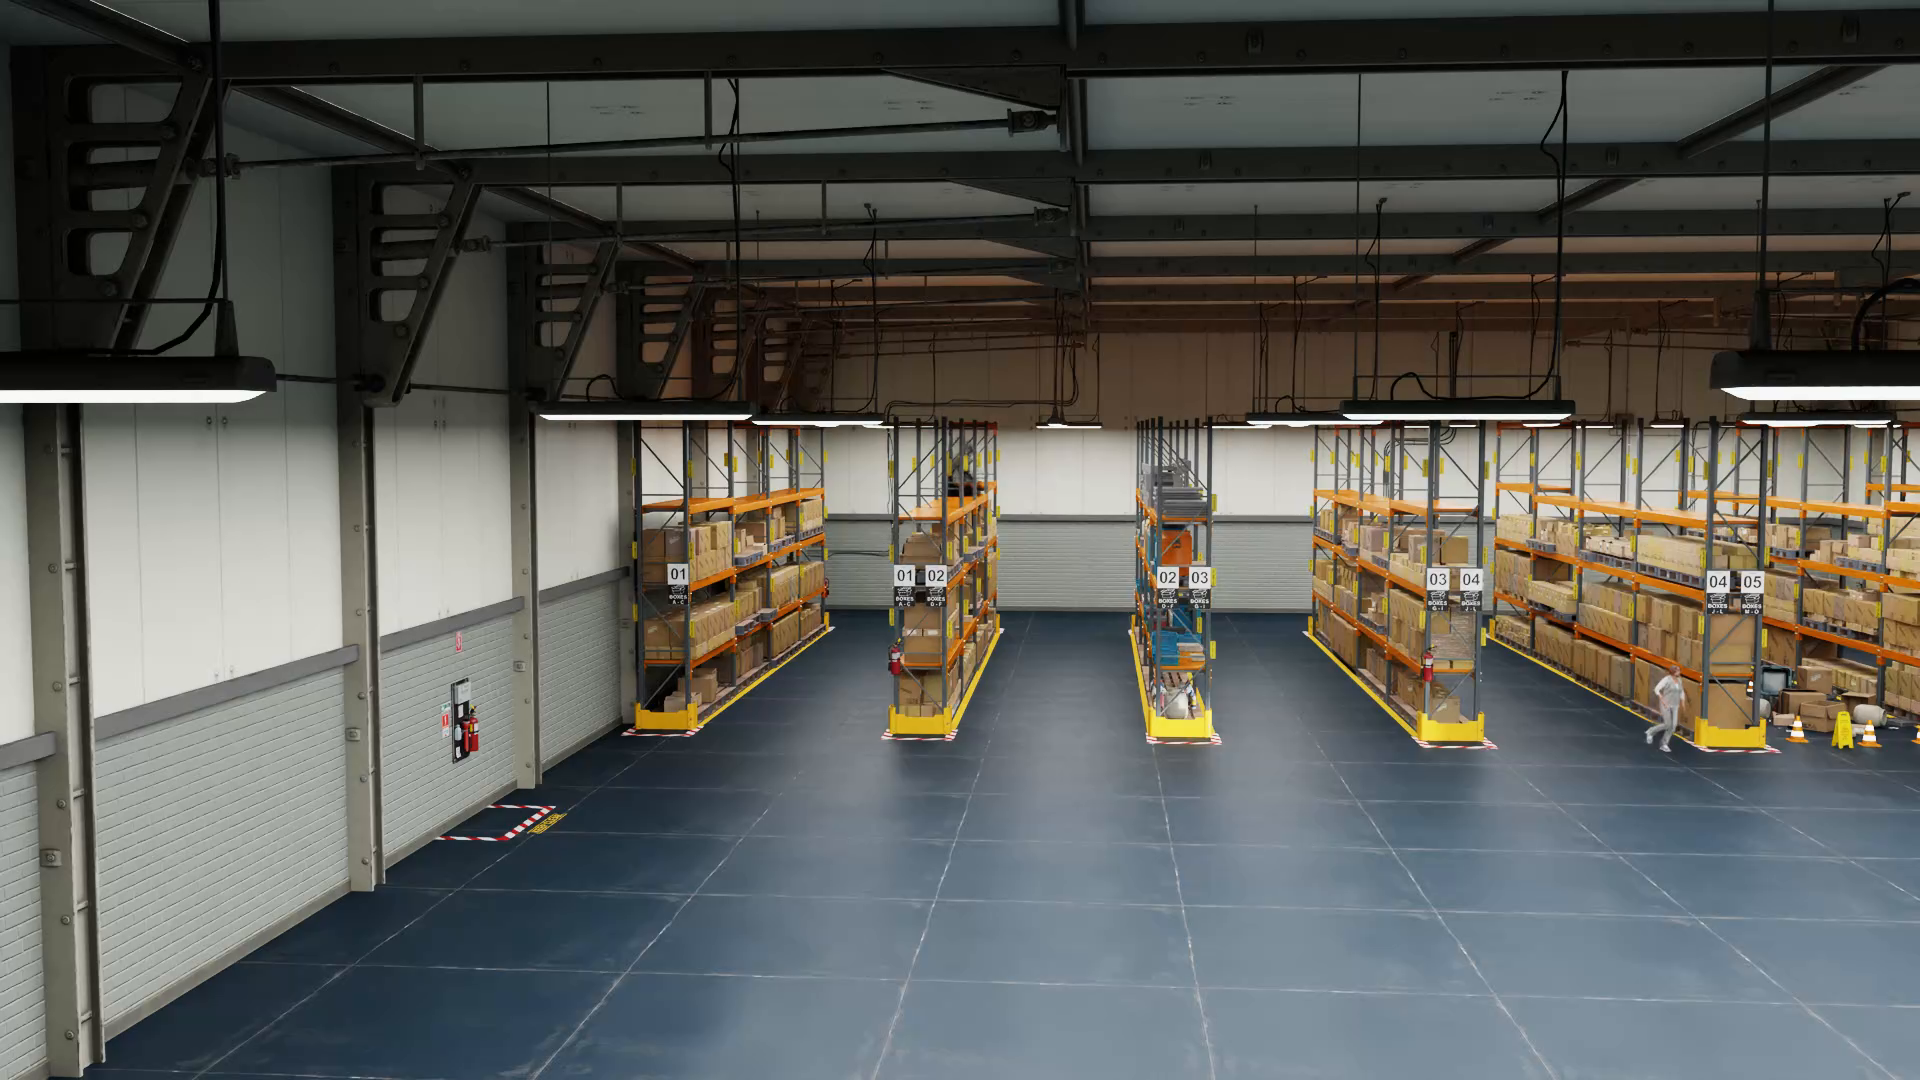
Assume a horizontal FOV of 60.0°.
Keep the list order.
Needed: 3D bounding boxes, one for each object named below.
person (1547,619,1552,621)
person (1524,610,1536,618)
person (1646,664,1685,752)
[{"bbox_3d":[17.041,1.771,47.481,0.611,1.726,0.665,0,4,6],"label":"person"},{"bbox_3d":[16.193,1.789,47.522,0.738,1.595,1.131,-3,5,-36],"label":"person"},{"bbox_3d":[12.755,3.003,29.935,0.592,1.550,0.535,-1,4,-18],"label":"person"}]
